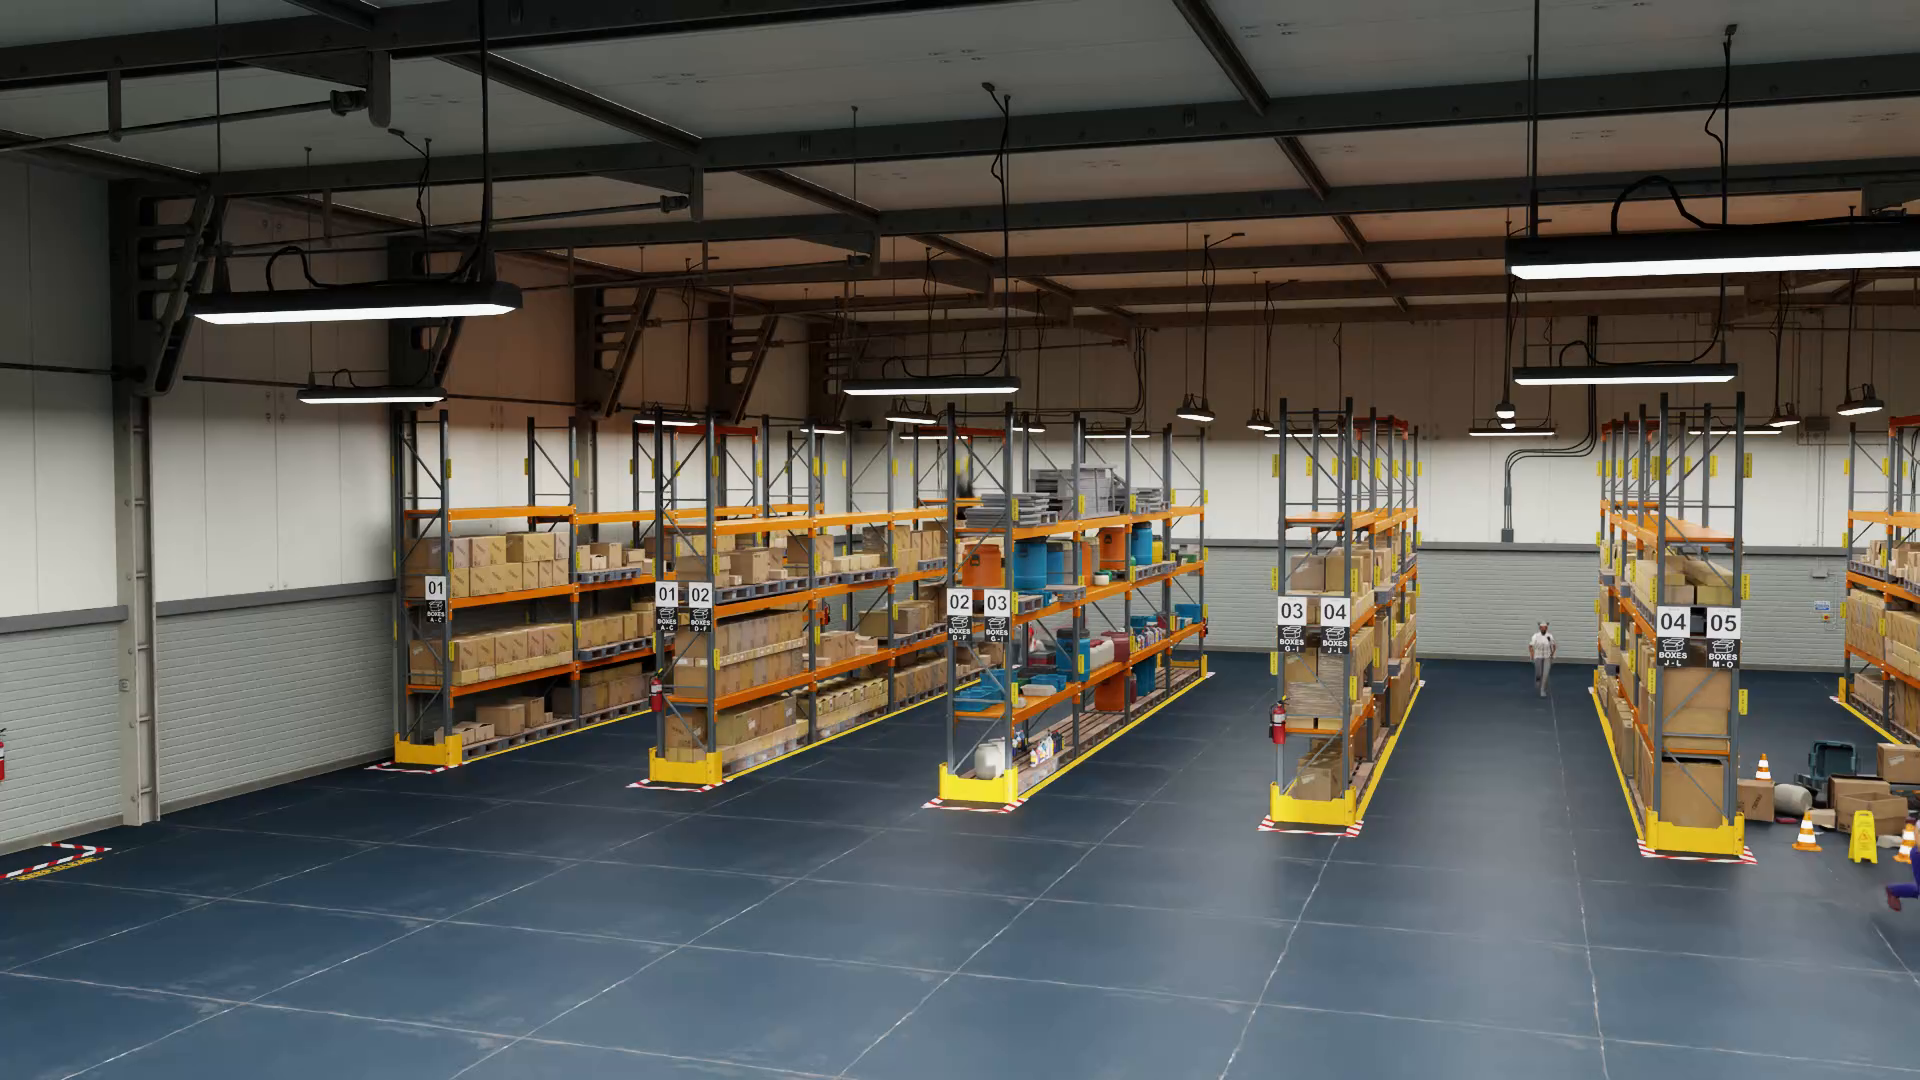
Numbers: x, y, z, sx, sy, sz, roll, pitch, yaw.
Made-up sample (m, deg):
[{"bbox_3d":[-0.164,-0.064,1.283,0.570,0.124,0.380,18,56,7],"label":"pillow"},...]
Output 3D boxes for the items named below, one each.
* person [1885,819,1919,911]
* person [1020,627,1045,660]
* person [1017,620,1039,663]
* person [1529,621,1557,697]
[{"bbox_3d":[10.491,3.473,18.046,0.610,1.594,0.876,-1,3,-25],"label":"person"},{"bbox_3d":[1.502,2.657,34.261,0.645,1.747,0.944,1,3,21],"label":"person"},{"bbox_3d":[1.728,2.304,42.631,0.582,1.724,0.725,2,3,33],"label":"person"},{"bbox_3d":[12.889,2.610,36.775,0.585,1.662,0.604,1,3,13],"label":"person"}]
